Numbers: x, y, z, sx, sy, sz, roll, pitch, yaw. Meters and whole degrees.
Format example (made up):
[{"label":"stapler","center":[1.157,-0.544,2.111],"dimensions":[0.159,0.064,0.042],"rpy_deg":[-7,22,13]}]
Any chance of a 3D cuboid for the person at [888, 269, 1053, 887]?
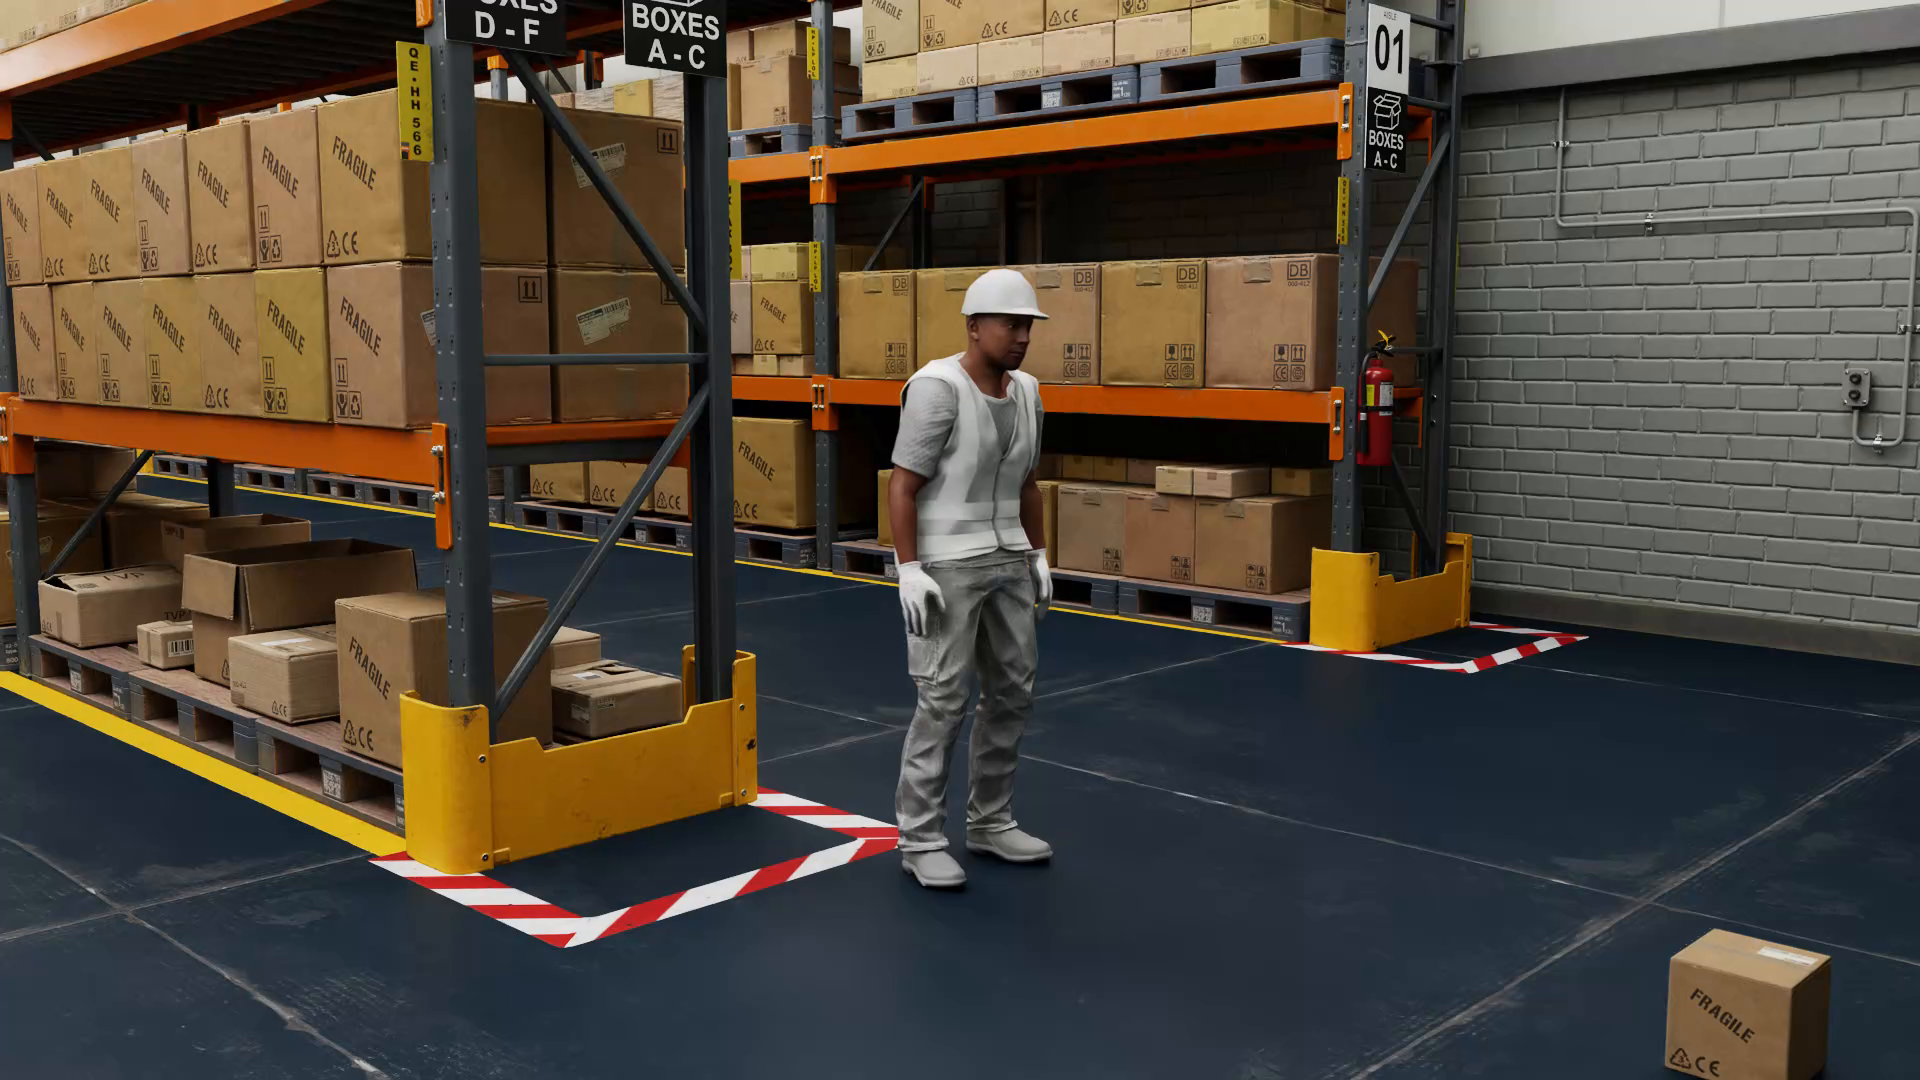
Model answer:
[{"label":"person","center":[0.050,0.097,4.924],"dimensions":[0.617,1.772,0.452],"rpy_deg":[-7,10,-44]}]
